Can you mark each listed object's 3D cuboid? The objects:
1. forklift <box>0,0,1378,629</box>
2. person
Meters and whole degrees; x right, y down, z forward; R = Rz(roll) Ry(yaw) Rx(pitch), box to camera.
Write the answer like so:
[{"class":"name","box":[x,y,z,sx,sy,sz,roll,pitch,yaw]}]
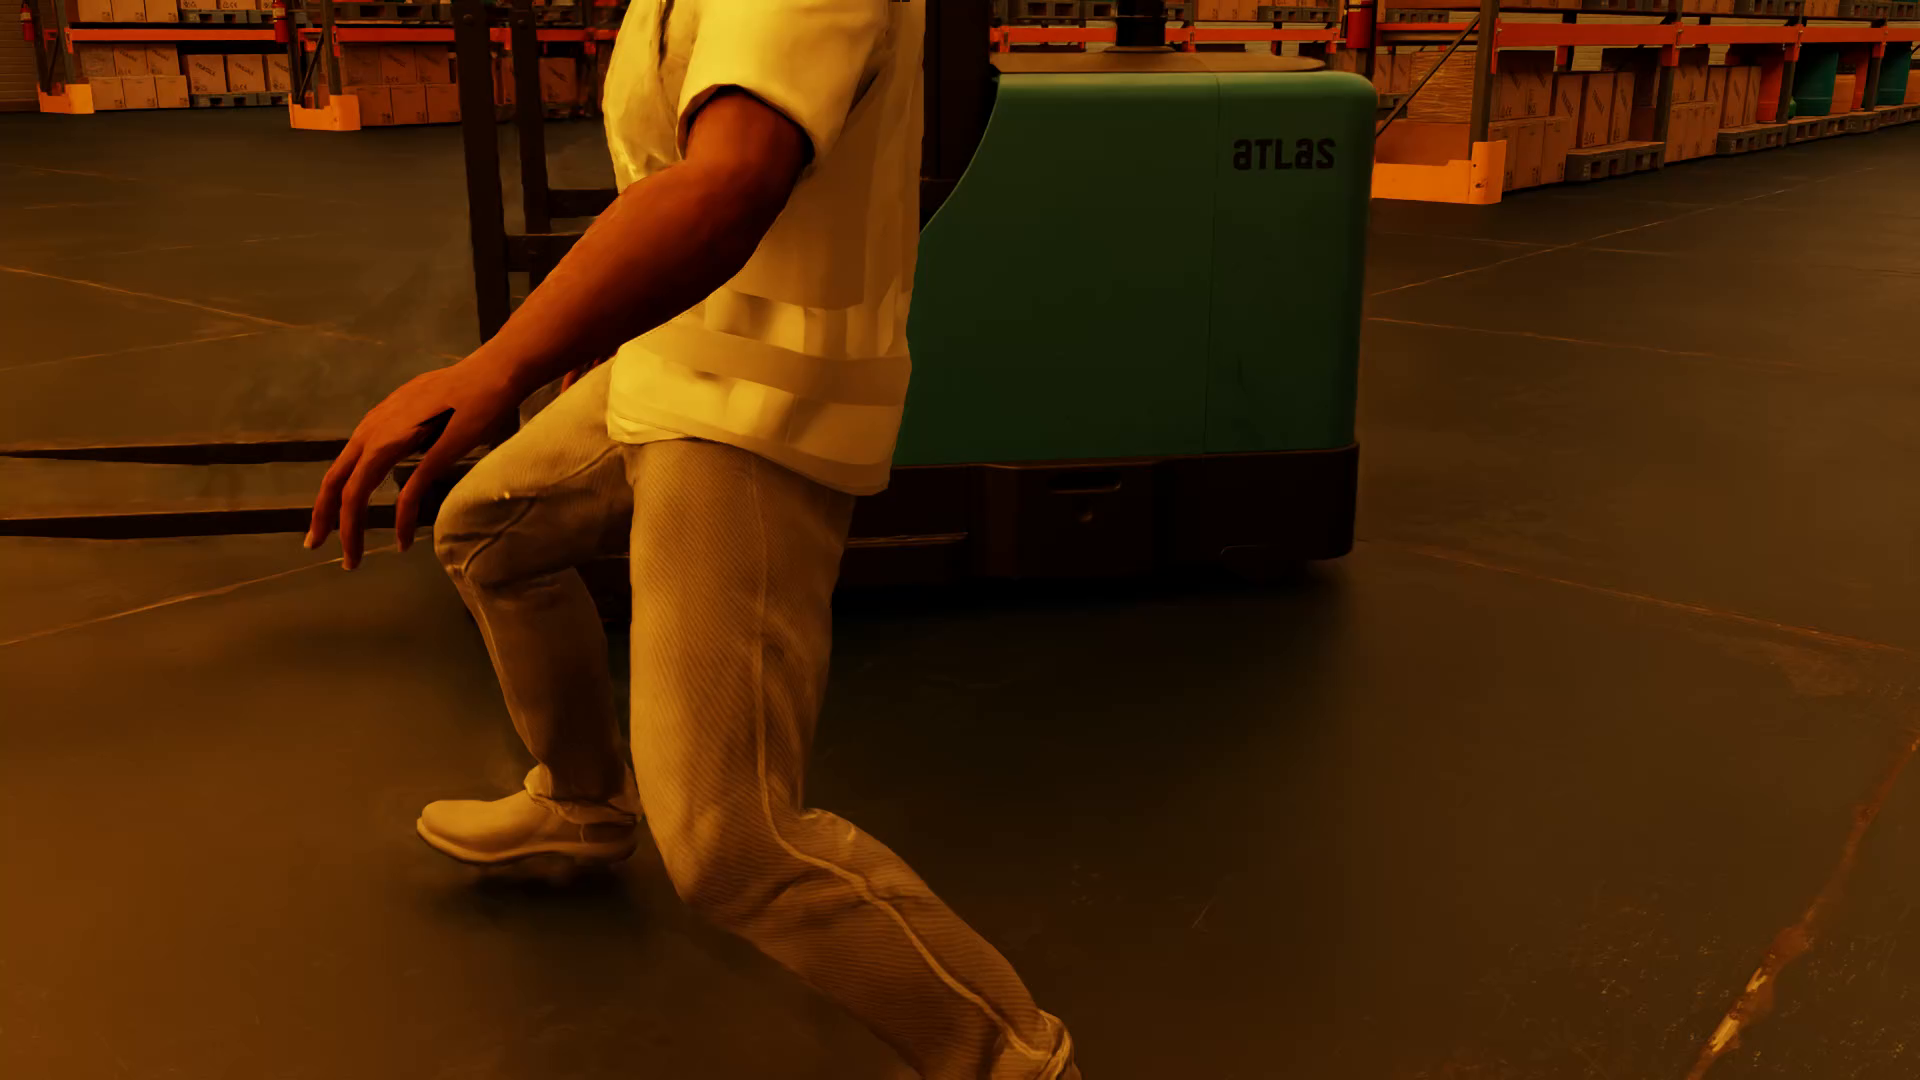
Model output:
[{"class":"forklift","box":[-0.702,-1.379,3.440,3.031,2.935,1.130,-3,17,-8]},{"class":"person","box":[-0.293,-0.144,1.758,0.825,1.643,1.021,-2,17,-7]}]
